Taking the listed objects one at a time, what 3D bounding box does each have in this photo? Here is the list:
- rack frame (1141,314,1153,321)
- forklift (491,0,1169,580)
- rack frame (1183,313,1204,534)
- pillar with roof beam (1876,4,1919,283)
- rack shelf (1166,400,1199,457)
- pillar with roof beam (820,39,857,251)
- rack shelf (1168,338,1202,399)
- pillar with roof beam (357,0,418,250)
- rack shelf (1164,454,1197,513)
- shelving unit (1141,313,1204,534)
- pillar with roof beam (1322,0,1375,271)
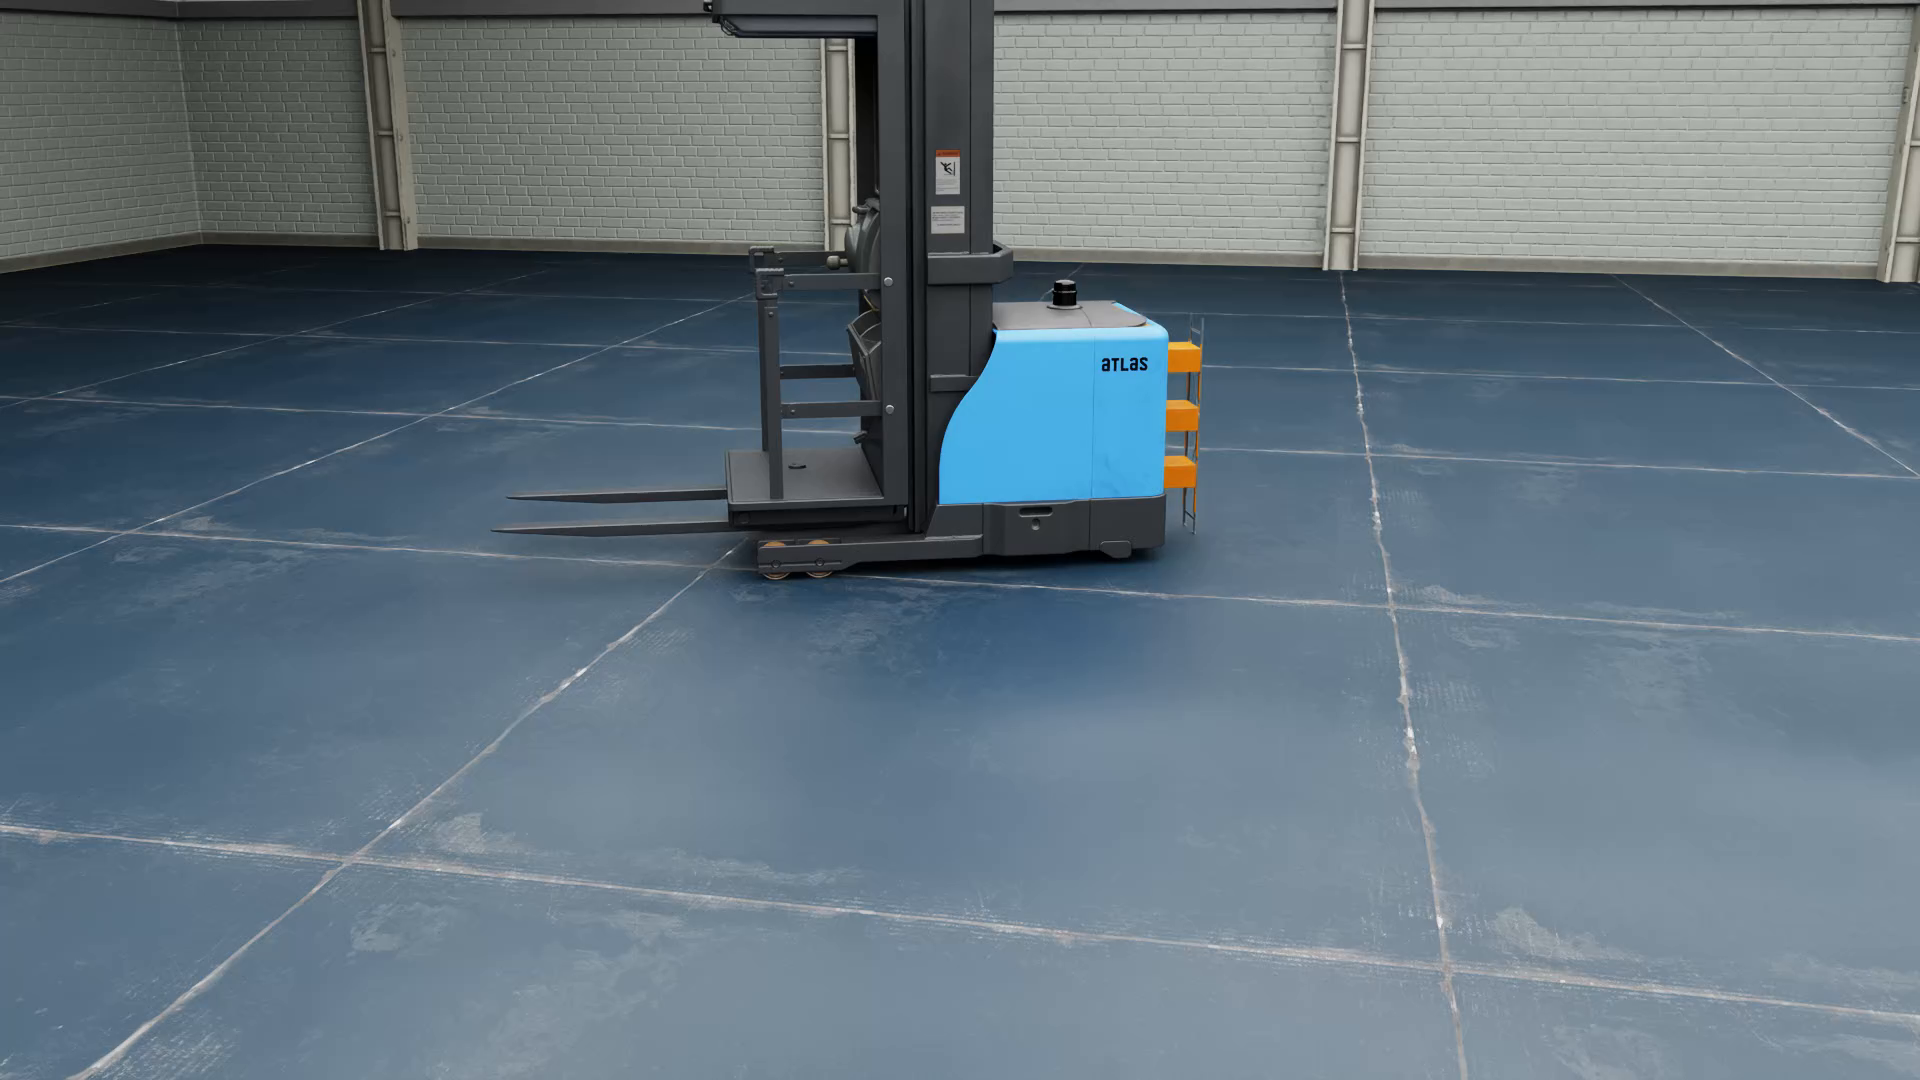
[{"bbox_3d":[0.886,-0.550,8.011,0.008,1.050,0.200,-2,16,-8],"label":"rack frame"},{"bbox_3d":[-0.615,-1.388,7.512,3.031,2.935,1.130,-2,16,-8],"label":"forklift"},{"bbox_3d":[1.127,-0.560,8.046,0.008,1.050,0.200,-2,16,-8],"label":"rack frame"},{"bbox_3d":[9.459,-6.056,12.999,0.400,9.000,9.100,3,16,11],"label":"pillar with roof beam"},{"bbox_3d":[1.006,-0.545,8.031,0.240,0.259,0.215,-2,16,-8],"label":"rack shelf"},{"bbox_3d":[-2.301,-6.695,15.303,0.400,9.000,9.100,3,16,11],"label":"pillar with roof beam"},{"bbox_3d":[1.006,-0.818,7.955,0.240,0.259,0.215,-2,16,-8],"label":"rack shelf"},{"bbox_3d":[-8.180,-7.014,16.456,0.400,9.000,9.100,3,16,11],"label":"pillar with roof beam"},{"bbox_3d":[1.006,-0.277,8.105,0.240,0.259,0.215,-2,16,-8],"label":"rack shelf"},{"bbox_3d":[1.006,-0.555,8.028,0.252,1.050,0.215,-2,16,-8],"label":"shelving unit"},{"bbox_3d":[3.579,-6.376,14.151,0.400,9.000,9.100,3,16,11],"label":"pillar with roof beam"}]
